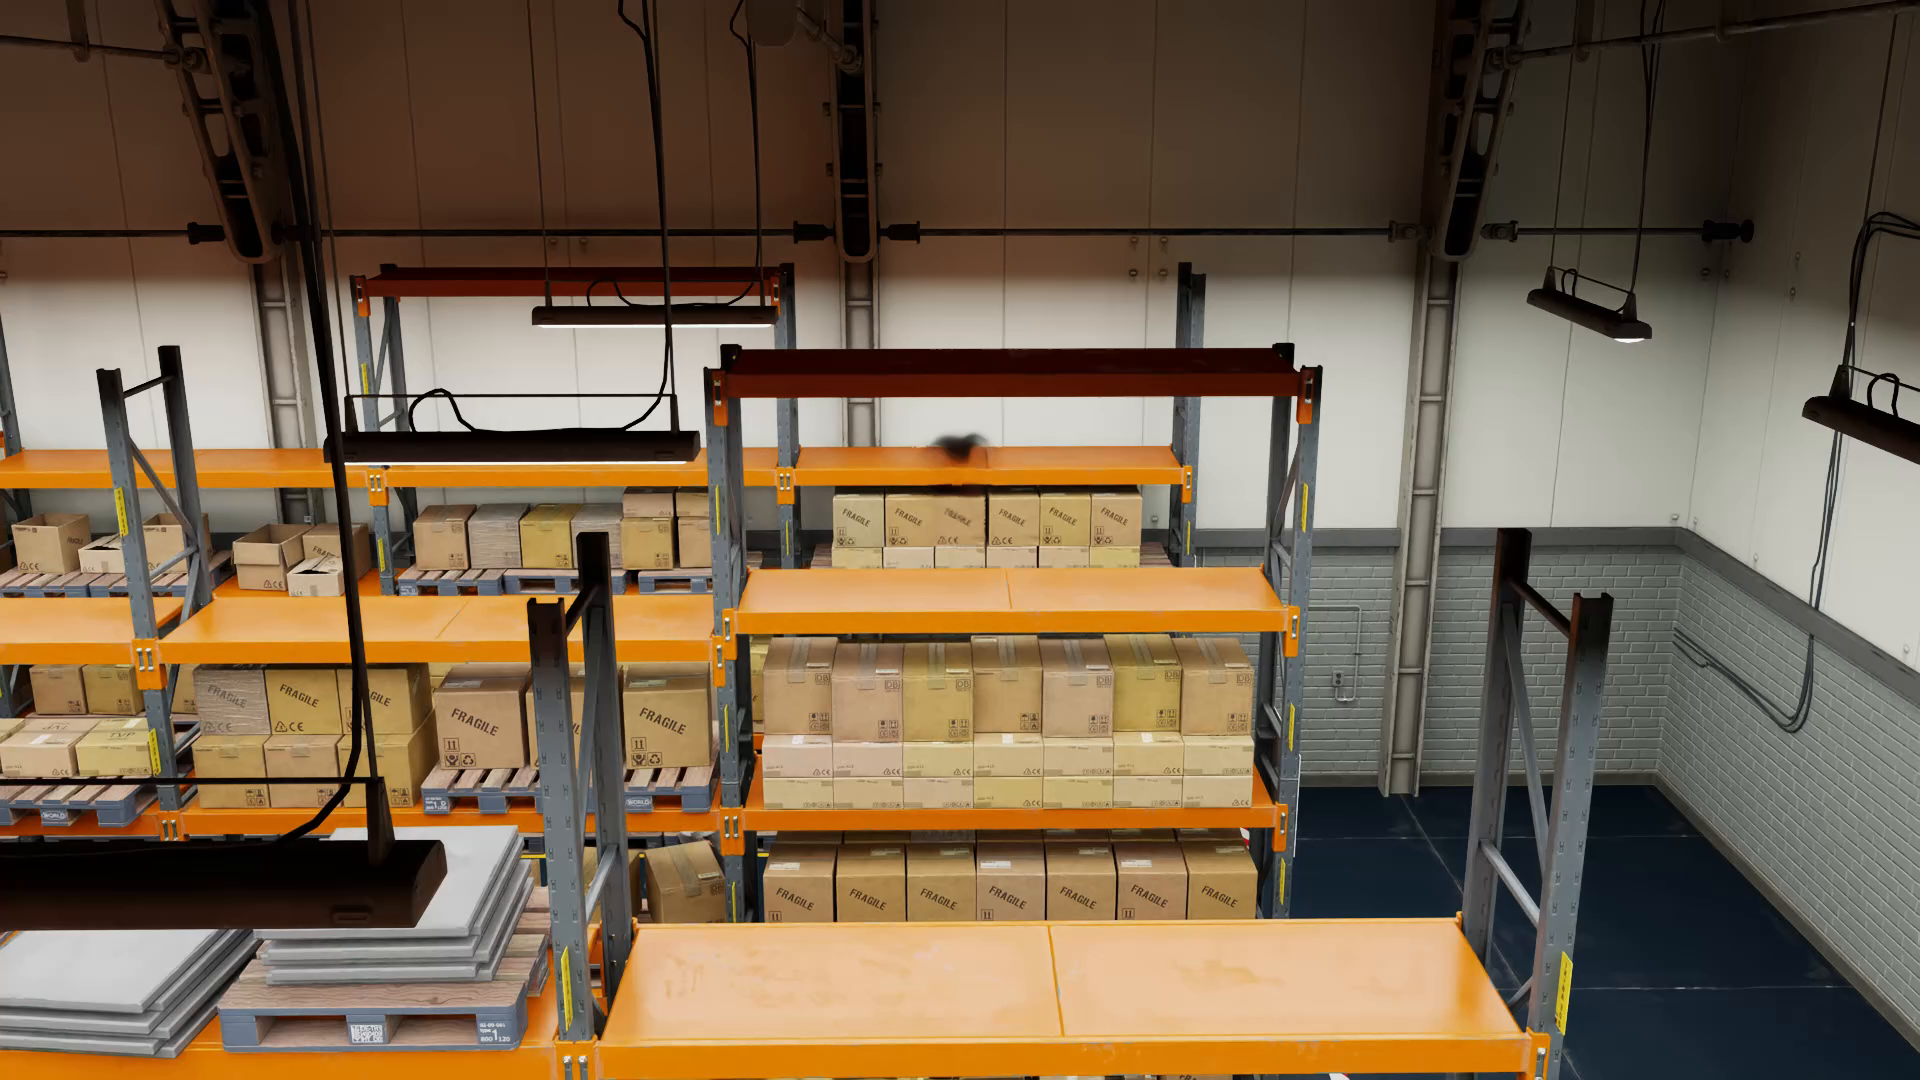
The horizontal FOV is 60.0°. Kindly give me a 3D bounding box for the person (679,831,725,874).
[{"bbox_3d":[-2.470,2.770,15.864,0.501,1.745,0.538,10,19,30],"label":"person"}]
